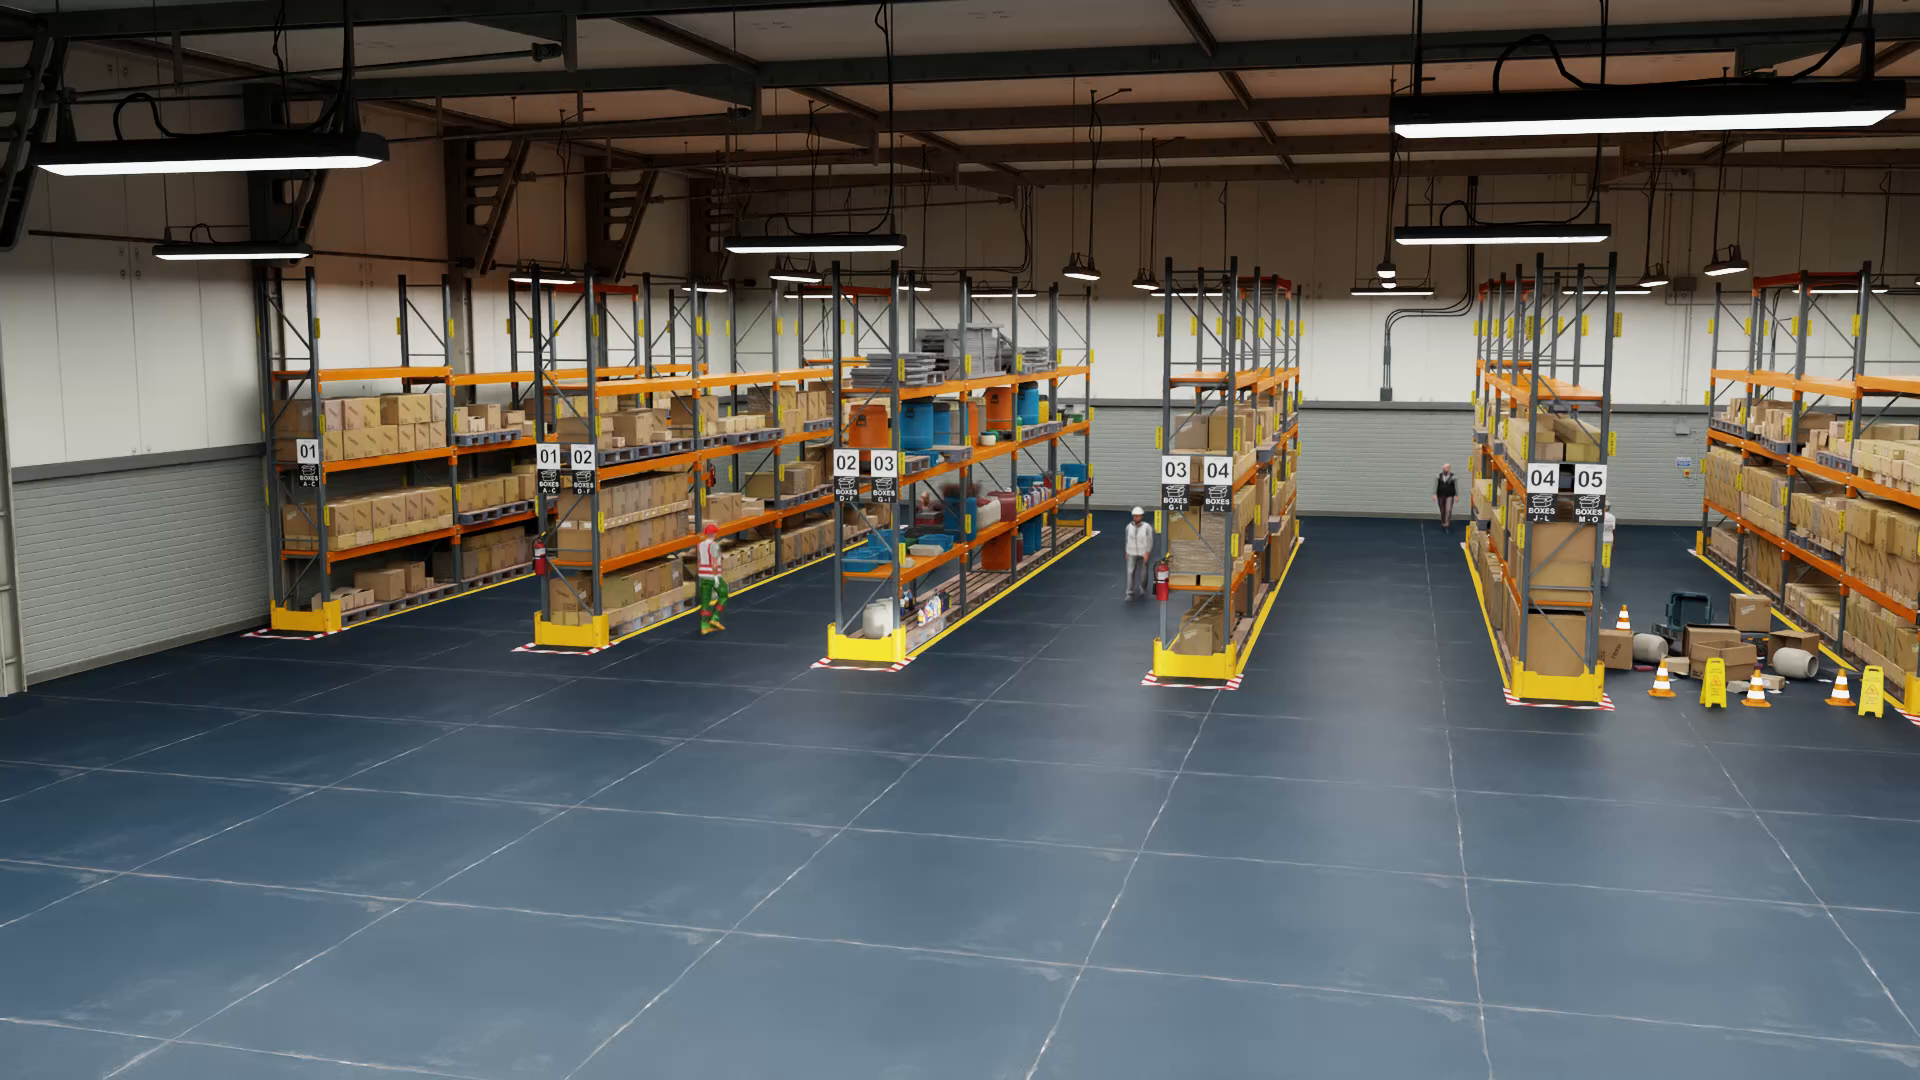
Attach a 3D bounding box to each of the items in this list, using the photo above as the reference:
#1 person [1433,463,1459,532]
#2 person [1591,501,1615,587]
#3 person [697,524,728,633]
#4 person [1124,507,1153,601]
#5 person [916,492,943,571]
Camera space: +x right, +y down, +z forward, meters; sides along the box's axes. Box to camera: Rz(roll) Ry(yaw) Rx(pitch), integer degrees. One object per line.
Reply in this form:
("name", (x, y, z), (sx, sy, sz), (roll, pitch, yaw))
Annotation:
("person", (11.977, -1.065, 41.104), (0.585, 1.662, 1.005), (4, 8, 31))
("person", (12.521, 0.079, 32.414), (0.501, 1.712, 0.365), (-1, 7, -9))
("person", (-4.136, 0.626, 27.484), (0.559, 1.768, 0.507), (4, 8, 28))
("person", (3.300, 0.243, 30.662), (0.527, 1.707, 1.081), (1, 7, 9))
("person", (-0.648, -0.184, 34.427), (0.725, 1.680, 0.673), (3, 8, 23))
